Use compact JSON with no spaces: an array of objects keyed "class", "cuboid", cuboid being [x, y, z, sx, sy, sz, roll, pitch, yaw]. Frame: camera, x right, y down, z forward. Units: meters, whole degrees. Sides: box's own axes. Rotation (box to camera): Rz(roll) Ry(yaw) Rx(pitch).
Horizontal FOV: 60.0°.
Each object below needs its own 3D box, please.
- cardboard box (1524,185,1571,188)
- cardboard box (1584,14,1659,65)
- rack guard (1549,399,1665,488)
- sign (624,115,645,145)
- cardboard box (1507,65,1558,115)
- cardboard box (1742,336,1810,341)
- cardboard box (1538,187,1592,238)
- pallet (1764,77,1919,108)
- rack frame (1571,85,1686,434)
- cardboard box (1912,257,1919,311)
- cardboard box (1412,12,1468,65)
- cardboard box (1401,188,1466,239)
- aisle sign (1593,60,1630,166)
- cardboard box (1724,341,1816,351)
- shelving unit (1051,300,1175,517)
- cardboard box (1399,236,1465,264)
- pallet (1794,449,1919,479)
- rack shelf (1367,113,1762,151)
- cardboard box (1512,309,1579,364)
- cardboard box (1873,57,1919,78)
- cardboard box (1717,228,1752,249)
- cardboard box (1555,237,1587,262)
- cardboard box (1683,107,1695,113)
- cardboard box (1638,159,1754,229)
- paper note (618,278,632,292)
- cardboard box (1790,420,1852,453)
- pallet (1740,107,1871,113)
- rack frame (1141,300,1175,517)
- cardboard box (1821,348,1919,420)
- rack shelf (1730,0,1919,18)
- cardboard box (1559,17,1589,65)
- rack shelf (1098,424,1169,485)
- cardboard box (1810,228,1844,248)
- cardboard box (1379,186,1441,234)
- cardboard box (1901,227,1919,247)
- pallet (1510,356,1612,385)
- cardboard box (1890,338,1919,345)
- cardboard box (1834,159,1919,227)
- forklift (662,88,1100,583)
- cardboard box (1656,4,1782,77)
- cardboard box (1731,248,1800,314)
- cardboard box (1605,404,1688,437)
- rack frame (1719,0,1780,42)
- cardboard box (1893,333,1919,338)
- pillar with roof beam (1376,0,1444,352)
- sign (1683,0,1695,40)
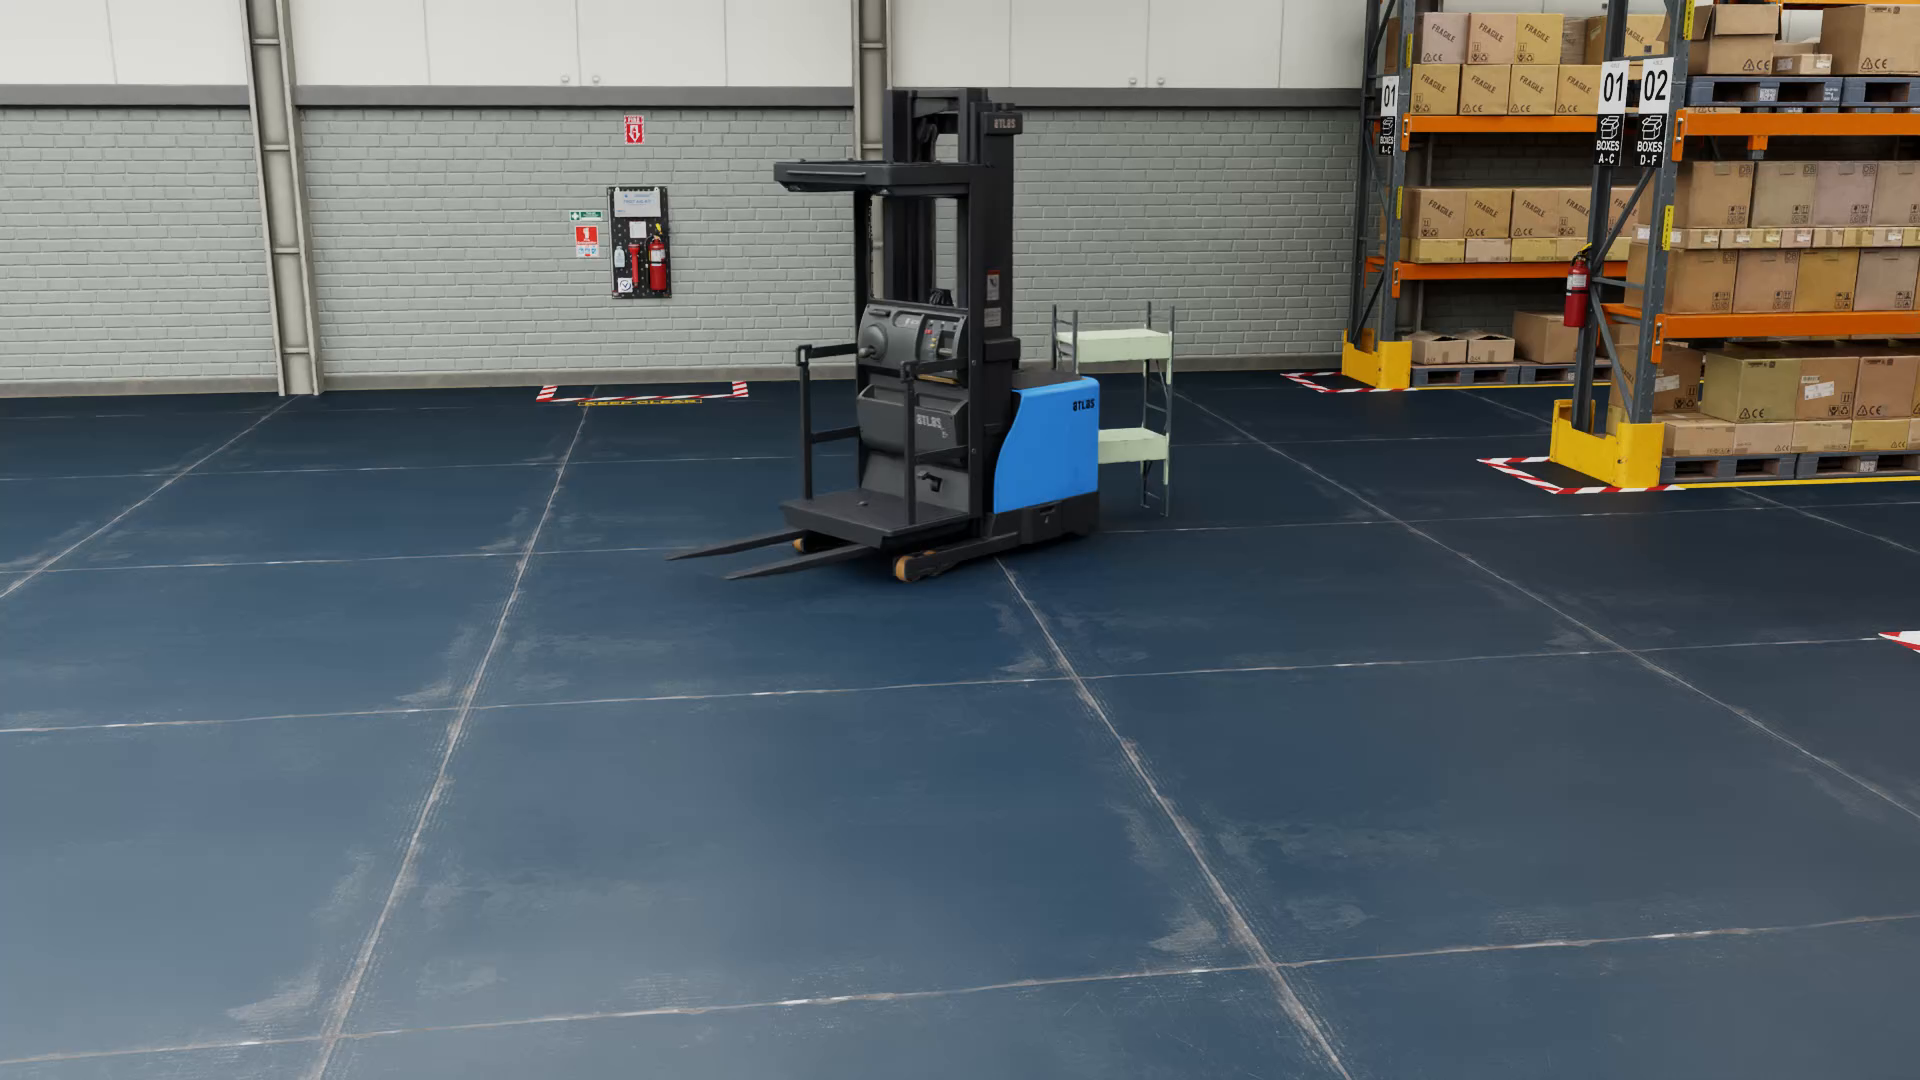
[{"class":"cardboard box","cuboid":[6.390,-3.612,18.184,0.500,0.500,0.500,-2,14,-8]},{"class":"cardboard box","cuboid":[6.893,-5.205,17.343,0.500,0.500,0.500,-3,14,-10]},{"class":"rack guard","cuboid":[5.166,-0.785,13.323,0.348,0.500,1.175,-2,14,-8]},{"class":"sign","cuboid":[-3.394,-4.273,17.329,0.199,0.298,0.001,-2,14,-8]},{"class":"cardboard box","cuboid":[5.865,-4.685,17.324,0.500,0.500,0.500,-1,14,-6]},{"class":"cardboard box","cuboid":[9.128,-2.366,18.724,0.500,0.500,0.700,-2,14,-6]},{"class":"cardboard box","cuboid":[6.475,-3.489,17.695,0.500,0.500,0.500,-2,14,-7]},{"class":"pallet","cuboid":[7.101,-3.474,12.925,1.213,0.211,1.003,-2,14,-8]},{"class":"rack frame","cuboid":[5.189,-1.998,13.022,0.127,3.000,1.000,-2,14,-8]},{"class":"cardboard box","cuboid":[7.690,-2.136,13.367,0.500,0.500,0.700,-2,14,-7]},{"class":"cardboard box","cuboid":[4.865,-5.143,17.095,0.500,0.500,0.500,-3,14,-12]},{"class":"cardboard box","cuboid":[4.965,-3.435,17.478,0.500,0.500,0.500,-2,14,-8]},{"class":"aisle sign","cuboid":[5.081,-3.327,12.978,0.004,0.787,0.394,-2,14,-8]},{"class":"cardboard box","cuboid":[6.662,-1.362,13.736,0.500,0.500,0.500,-2,14,-8]},{"class":"shelving unit","cuboid":[1.066,-0.907,11.757,0.755,1.500,0.431,-5,15,-19]},{"class":"cardboard box","cuboid":[4.978,-3.068,17.555,0.500,0.250,0.500,-3,14,-10]},{"class":"pallet","cuboid":[7.143,-0.727,13.685,1.213,0.211,1.003,-2,14,-8]},{"class":"rack shelf","cuboid":[6.425,-4.368,17.785,4.000,0.370,1.077,-2,14,-8]},{"class":"cardboard box","cuboid":[6.442,-2.229,18.178,0.500,0.500,0.700,-3,14,-12]},{"class":"cardboard box","cuboid":[7.498,-3.890,13.038,0.637,0.503,0.797,-1,14,-2]},{"class":"cardboard box","cuboid":[5.870,-2.334,12.822,0.250,0.149,0.380,-2,14,-10]},{"class":"cardboard box","cuboid":[6.494,-3.125,17.782,0.500,0.250,0.500,-2,14,-8]},{"class":"cardboard box","cuboid":[7.439,-4.754,17.601,0.500,0.500,0.500,-3,14,-13]},{"class":"cardboard box","cuboid":[5.705,-2.691,12.915,0.500,0.500,0.700,-2,14,-8]},{"class":"paper note","cuboid":[-3.557,-2.708,17.664,0.142,0.148,0.016,-2,14,-8]},{"class":"cardboard box","cuboid":[6.741,-0.871,13.317,0.500,0.250,0.500,-2,14,-8]},{"class":"pallet","cuboid":[9.029,-4.695,17.996,1.003,0.211,1.213,-2,14,-8]},{"class":"rack frame","cuboid":[1.411,-0.937,11.877,0.023,1.500,0.400,-5,15,-19]},{"class":"cardboard box","cuboid":[7.237,-1.251,13.293,0.500,0.500,0.500,-2,14,-8]},{"class":"rack shelf","cuboid":[10.381,-5.774,18.046,4.000,0.370,1.077,-2,14,-8]},{"class":"cardboard box","cuboid":[6.362,-5.317,17.790,0.500,0.500,0.500,-2,14,-8]},{"class":"rack shelf","cuboid":[1.066,-0.591,11.836,0.720,0.370,0.431,-5,15,-19]},{"class":"cardboard box","cuboid":[6.630,-2.361,12.932,0.250,0.149,0.380,-3,14,-10]},{"class":"cardboard box","cuboid":[4.882,-3.558,17.970,0.500,0.500,0.500,-2,14,-9]},{"class":"cardboard box","cuboid":[7.390,-2.389,13.041,0.250,0.149,0.380,-2,14,-6]},{"class":"pallet","cuboid":[6.535,-1.904,18.380,1.213,0.211,1.003,-2,14,-8]},{"class":"cardboard box","cuboid":[8.146,-1.415,13.946,0.500,0.500,0.500,-2,14,-8]},{"class":"cardboard box","cuboid":[7.218,-2.749,13.142,0.500,0.500,0.700,-2,14,-8]},{"class":"forklift","cuboid":[-0.458,-1.300,10.379,3.031,2.935,1.130,-13,19,-42]},{"class":"cardboard box","cuboid":[5.758,-3.794,12.656,0.637,0.503,0.797,-1,14,-4]},{"class":"cardboard box","cuboid":[6.172,-2.080,13.146,0.500,0.500,0.700,-2,14,-7]},{"class":"cardboard box","cuboid":[5.676,-0.958,13.667,0.500,0.250,0.500,-2,14,-8]},{"class":"rack frame","cuboid":[8.403,-6.244,17.621,0.127,3.000,1.000,-2,14,-8]},{"class":"cardboard box","cuboid":[10.640,-2.426,18.964,0.500,0.500,0.700,-2,14,-9]},{"class":"pillar with roof beam","cuboid":[5.652,-5.297,13.845,0.400,9.000,9.100,-2,14,-8]},{"class":"sign","cuboid":[5.266,-3.782,12.008,0.005,0.325,0.100,-2,14,-8]}]
